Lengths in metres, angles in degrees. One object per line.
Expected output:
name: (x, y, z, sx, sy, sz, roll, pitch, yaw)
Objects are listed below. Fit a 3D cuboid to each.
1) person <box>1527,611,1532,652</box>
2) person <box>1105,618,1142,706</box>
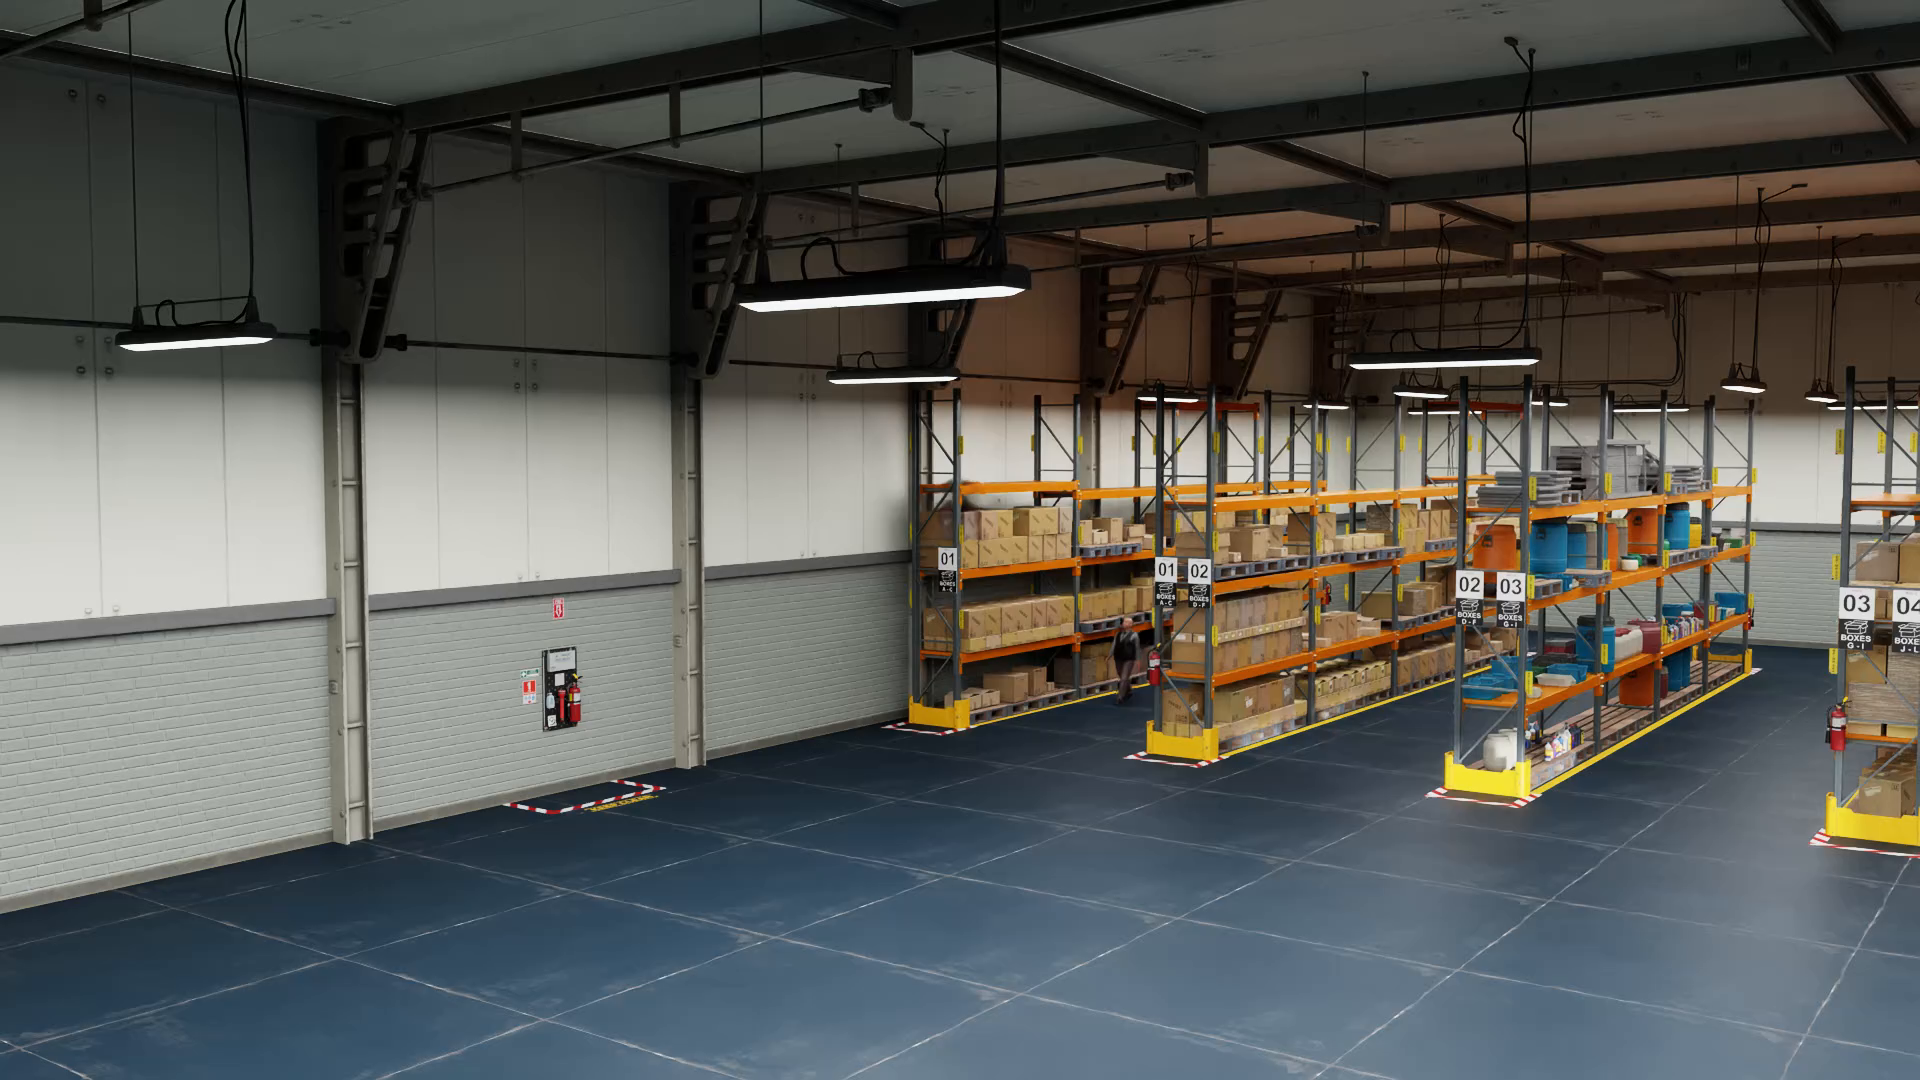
person: (13.680, 1.816, 40.631, 0.580, 1.764, 0.655, 1, 3, 19)
person: (3.168, 2.340, 32.140, 0.616, 1.671, 1.056, 2, 4, 35)
